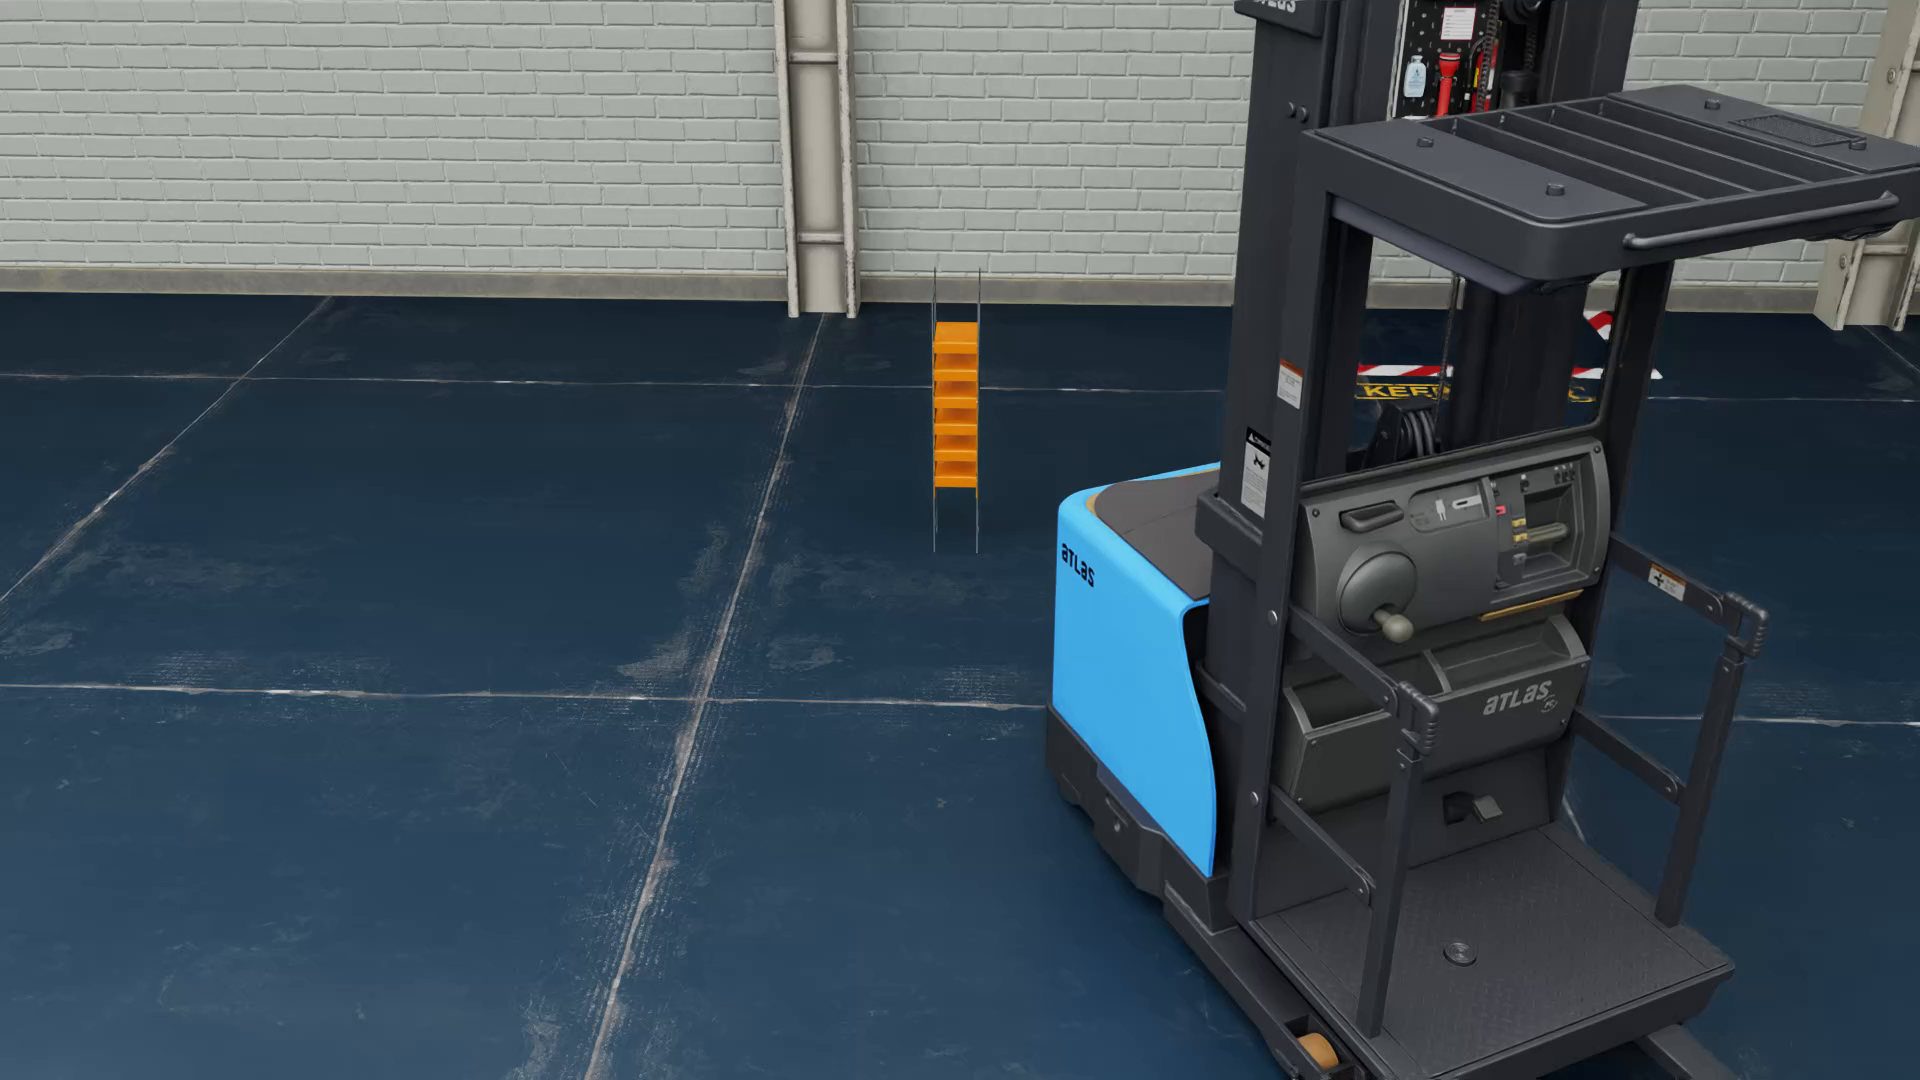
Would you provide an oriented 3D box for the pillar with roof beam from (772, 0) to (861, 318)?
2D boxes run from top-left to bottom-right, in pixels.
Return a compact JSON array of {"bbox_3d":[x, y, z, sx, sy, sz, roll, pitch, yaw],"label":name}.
[{"bbox_3d":[-0.948,-3.331,3.925,0.400,9.000,9.100,1,28,2],"label":"pillar with roof beam"}]

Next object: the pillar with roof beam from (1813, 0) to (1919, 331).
[{"bbox_3d":[5.048,-3.232,3.738,0.400,9.000,9.100,1,28,2],"label":"pillar with roof beam"}]

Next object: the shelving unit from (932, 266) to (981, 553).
[{"bbox_3d":[-0.014,-0.530,6.969,0.189,1.200,0.258,1,28,2],"label":"shelving unit"}]

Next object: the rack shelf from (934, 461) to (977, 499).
[{"bbox_3d":[-0.014,-0.279,7.103,0.180,0.103,0.258,1,28,2],"label":"rack shelf"}]

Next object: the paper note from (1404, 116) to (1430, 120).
[{"bbox_3d":[2.557,-2.301,9.328,0.142,0.148,0.016,1,28,2],"label":"paper note"}]

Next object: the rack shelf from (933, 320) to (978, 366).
[{"bbox_3d":[-0.014,-0.809,6.822,0.180,0.103,0.258,1,28,2],"label":"rack shelf"}]

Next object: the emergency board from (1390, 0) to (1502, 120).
[{"bbox_3d":[2.732,-2.655,9.055,0.643,1.169,0.194,1,28,2],"label":"emergency board"}]

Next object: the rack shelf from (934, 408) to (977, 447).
[{"bbox_3d":[-0.014,-0.491,6.990,0.180,0.103,0.258,1,28,2],"label":"rack shelf"}]

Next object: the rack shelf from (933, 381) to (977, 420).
[{"bbox_3d":[-0.014,-0.597,6.934,0.180,0.103,0.258,1,28,2],"label":"rack shelf"}]

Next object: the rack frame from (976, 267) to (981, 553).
[{"bbox_3d":[0.077,-0.529,6.967,0.006,1.200,0.240,1,28,2],"label":"rack frame"}]

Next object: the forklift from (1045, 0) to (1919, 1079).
[{"bbox_3d":[1.360,0.043,4.040,1.130,2.935,3.031,-12,30,-21],"label":"forklift"}]

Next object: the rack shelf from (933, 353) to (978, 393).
[{"bbox_3d":[-0.014,-0.703,6.878,0.180,0.103,0.258,1,28,2],"label":"rack shelf"}]

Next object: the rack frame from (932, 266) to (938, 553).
[{"bbox_3d":[-0.106,-0.532,6.972,0.006,1.200,0.240,1,28,2],"label":"rack frame"}]

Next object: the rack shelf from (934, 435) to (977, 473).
[{"bbox_3d":[-0.014,-0.385,7.046,0.180,0.103,0.258,1,28,2],"label":"rack shelf"}]
